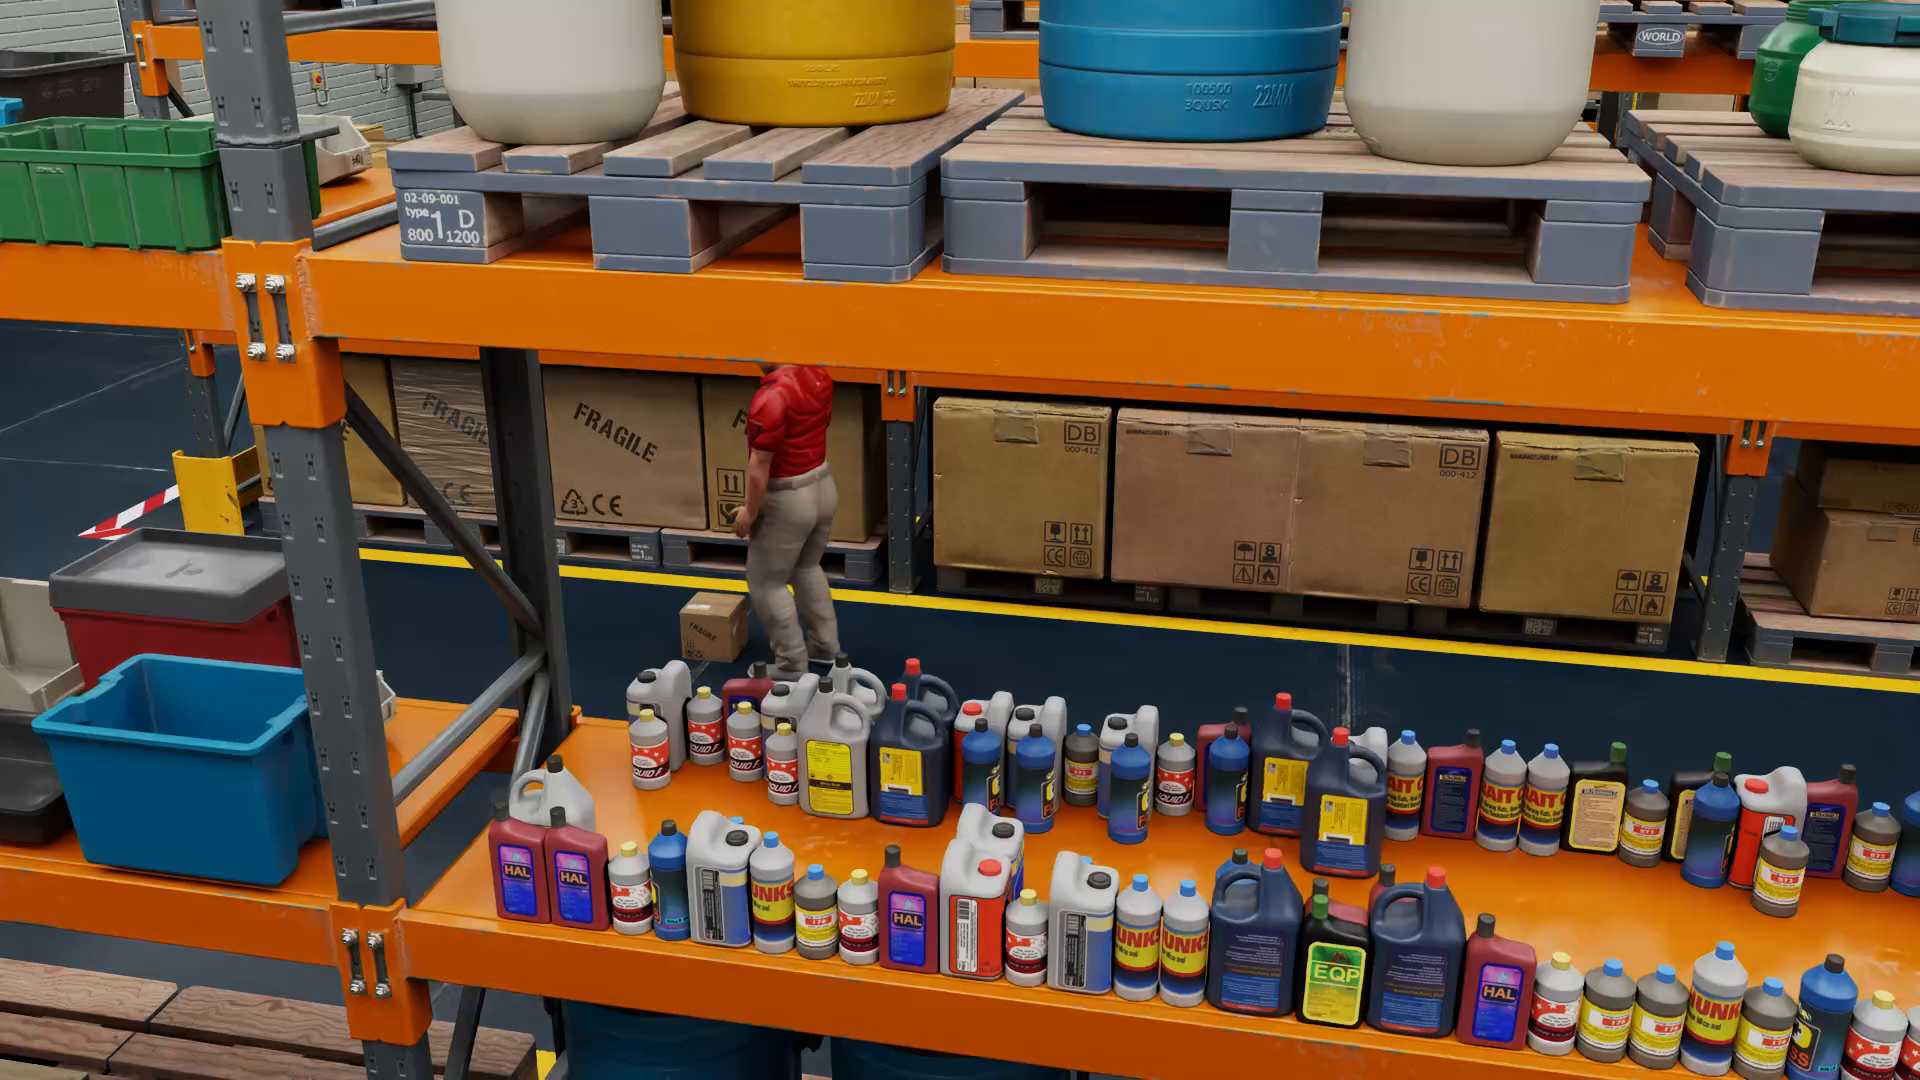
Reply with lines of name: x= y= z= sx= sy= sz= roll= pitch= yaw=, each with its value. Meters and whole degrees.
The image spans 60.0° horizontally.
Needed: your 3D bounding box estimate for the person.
person: x=-0.782 y=-0.160 z=7.557 sx=0.365 sy=1.709 sz=0.541 roll=11 pitch=24 yaw=27
